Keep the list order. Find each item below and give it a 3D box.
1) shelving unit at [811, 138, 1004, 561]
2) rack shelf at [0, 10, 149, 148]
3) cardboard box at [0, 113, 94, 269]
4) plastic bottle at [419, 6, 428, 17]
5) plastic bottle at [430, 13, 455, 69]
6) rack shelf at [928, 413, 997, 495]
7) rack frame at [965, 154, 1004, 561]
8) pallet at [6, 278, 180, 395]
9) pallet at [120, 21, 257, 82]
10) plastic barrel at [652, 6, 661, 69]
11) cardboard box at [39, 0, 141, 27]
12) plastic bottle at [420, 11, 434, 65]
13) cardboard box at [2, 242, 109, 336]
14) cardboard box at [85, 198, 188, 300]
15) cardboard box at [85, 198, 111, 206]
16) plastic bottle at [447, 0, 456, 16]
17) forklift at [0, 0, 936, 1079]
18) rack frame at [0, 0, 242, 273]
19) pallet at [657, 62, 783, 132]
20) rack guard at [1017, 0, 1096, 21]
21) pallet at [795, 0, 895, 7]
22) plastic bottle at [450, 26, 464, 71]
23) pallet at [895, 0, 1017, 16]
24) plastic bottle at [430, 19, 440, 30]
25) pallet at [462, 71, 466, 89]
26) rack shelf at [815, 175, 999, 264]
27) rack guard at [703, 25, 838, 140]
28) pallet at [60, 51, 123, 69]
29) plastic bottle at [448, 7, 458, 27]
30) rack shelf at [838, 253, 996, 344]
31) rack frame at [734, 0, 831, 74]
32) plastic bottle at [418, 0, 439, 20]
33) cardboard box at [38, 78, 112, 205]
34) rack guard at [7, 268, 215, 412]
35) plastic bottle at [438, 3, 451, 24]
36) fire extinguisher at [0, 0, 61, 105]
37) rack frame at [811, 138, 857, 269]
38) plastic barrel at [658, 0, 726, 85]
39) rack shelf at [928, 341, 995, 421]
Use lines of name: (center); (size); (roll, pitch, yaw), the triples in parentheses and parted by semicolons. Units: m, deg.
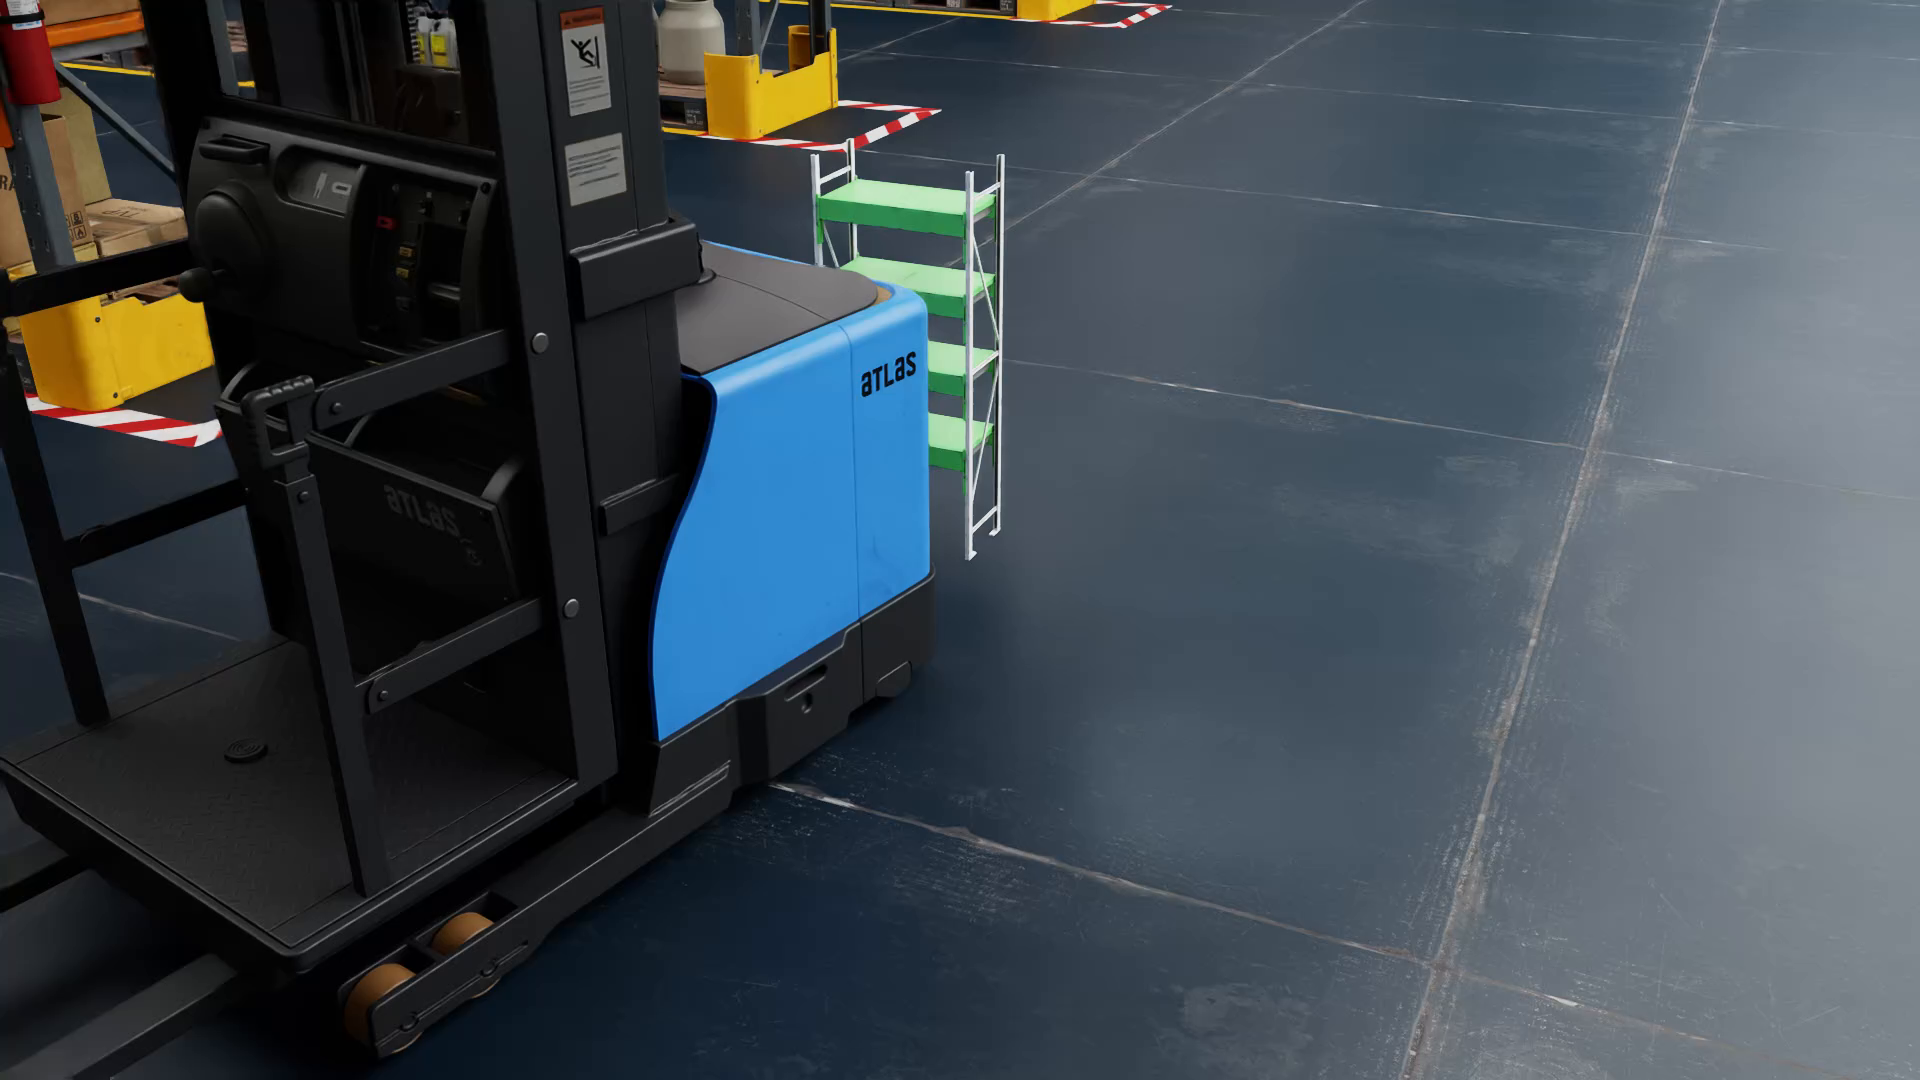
shelving unit: (-0.151, -0.569, 5.046); (0.503, 1.200, 0.258); (11, 28, 22)
rack shelf: (-4.981, -2.130, 6.994); (4.000, 0.370, 1.077); (11, 28, 22)
cardboard box: (-3.772, -1.356, 6.398); (0.500, 0.500, 0.500); (11, 28, 22)
plastic bottle: (-3.906, -3.683, 11.921); (0.135, 0.276, 0.152); (11, 28, 22)
plastic bottle: (-3.457, -3.357, 11.174); (0.185, 0.351, 0.144); (13, 29, 24)
rack shelf: (-0.151, -0.296, 5.181); (0.480, 0.148, 0.258); (11, 28, 22)
rack frame: (0.071, -0.524, 4.956); (0.015, 1.200, 0.240); (11, 28, 22)
pallet: (-3.874, -0.959, 6.958); (1.213, 0.211, 1.003); (11, 28, 22)
pallet: (-5.479, -3.686, 12.498); (1.213, 0.211, 1.003); (11, 28, 22)
plastic barrel: (-2.194, -3.331, 10.962); (0.421, 0.512, 0.421); (0, 26, 0)
cardboard box: (-3.580, -2.222, 6.254); (0.500, 0.500, 0.700); (11, 28, 22)
plastic bottle: (-3.626, -3.391, 11.243); (0.185, 0.351, 0.144); (11, 28, 21)
cardboard box: (-3.771, -1.021, 6.565); (0.500, 0.250, 0.500); (11, 28, 22)
cardboard box: (-3.556, -1.229, 6.988); (0.500, 0.250, 0.500); (11, 28, 22)
cardboard box: (-4.013, -1.319, 7.171); (0.500, 0.250, 0.500); (11, 28, 22)
plastic bottle: (-3.574, -3.722, 11.915); (0.185, 0.351, 0.144); (11, 28, 21)
forklift: (-1.340, -0.564, 3.078); (1.130, 2.935, 3.031); (18, 31, 32)
rack frame: (-3.160, -2.087, 6.093); (0.127, 3.000, 1.000); (11, 28, 22)
pallet: (-1.933, -2.972, 11.048); (1.213, 0.211, 1.003); (11, 28, 22)
rack guard: (0.874, -4.962, 14.762); (0.348, 0.500, 1.175); (11, 28, 22)
pallet: (-0.957, -5.219, 15.611); (1.213, 0.211, 1.003); (11, 28, 22)
plastic bottle: (-3.304, -3.295, 11.133); (0.135, 0.276, 0.152); (11, 28, 20)
pallet: (0.150, -4.995, 15.156); (1.213, 0.211, 1.003); (11, 28, 22)
plastic bottle: (-3.588, -3.422, 11.390); (0.135, 0.276, 0.152); (11, 28, 22)
pallet: (-3.039, -3.196, 11.503); (1.213, 0.211, 1.003); (11, 28, 22)
rack shelf: (-0.151, -0.942, 4.863); (0.480, 0.148, 0.258); (11, 28, 22)
rack guard: (-1.195, -2.951, 10.679); (0.348, 0.500, 1.175); (11, 28, 22)
pallet: (-6.593, -3.909, 12.950); (1.213, 0.211, 1.003); (11, 28, 22)
plastic bottle: (-3.593, -3.646, 11.837); (0.133, 0.283, 0.061); (11, 28, 22)
rack shelf: (-0.151, -0.727, 4.969); (0.480, 0.148, 0.258); (11, 28, 22)
rack frame: (-1.107, -4.078, 10.137); (0.127, 3.000, 1.000); (11, 28, 22)
plastic bottle: (-3.868, -3.781, 12.035); (0.185, 0.351, 0.144); (10, 28, 19)
cardboard box: (-4.012, -1.656, 7.007); (0.500, 0.500, 0.500); (11, 28, 22)
rack guard: (-3.139, -0.961, 6.636); (0.348, 0.500, 1.175); (11, 28, 22)
plastic bottle: (-3.702, -3.738, 12.023); (0.133, 0.283, 0.061); (13, 29, 25)
fire extinguisher: (-3.245, -1.844, 5.686); (0.183, 0.674, 0.296); (11, 28, 22)
rack frame: (-0.373, -0.613, 5.137); (0.015, 1.200, 0.240); (11, 28, 22)
plastic barrel: (-1.737, -3.240, 10.775); (0.421, 0.512, 0.421); (0, 26, 0)
rack shelf: (-0.151, -0.511, 5.075); (0.480, 0.148, 0.258); (11, 28, 22)
